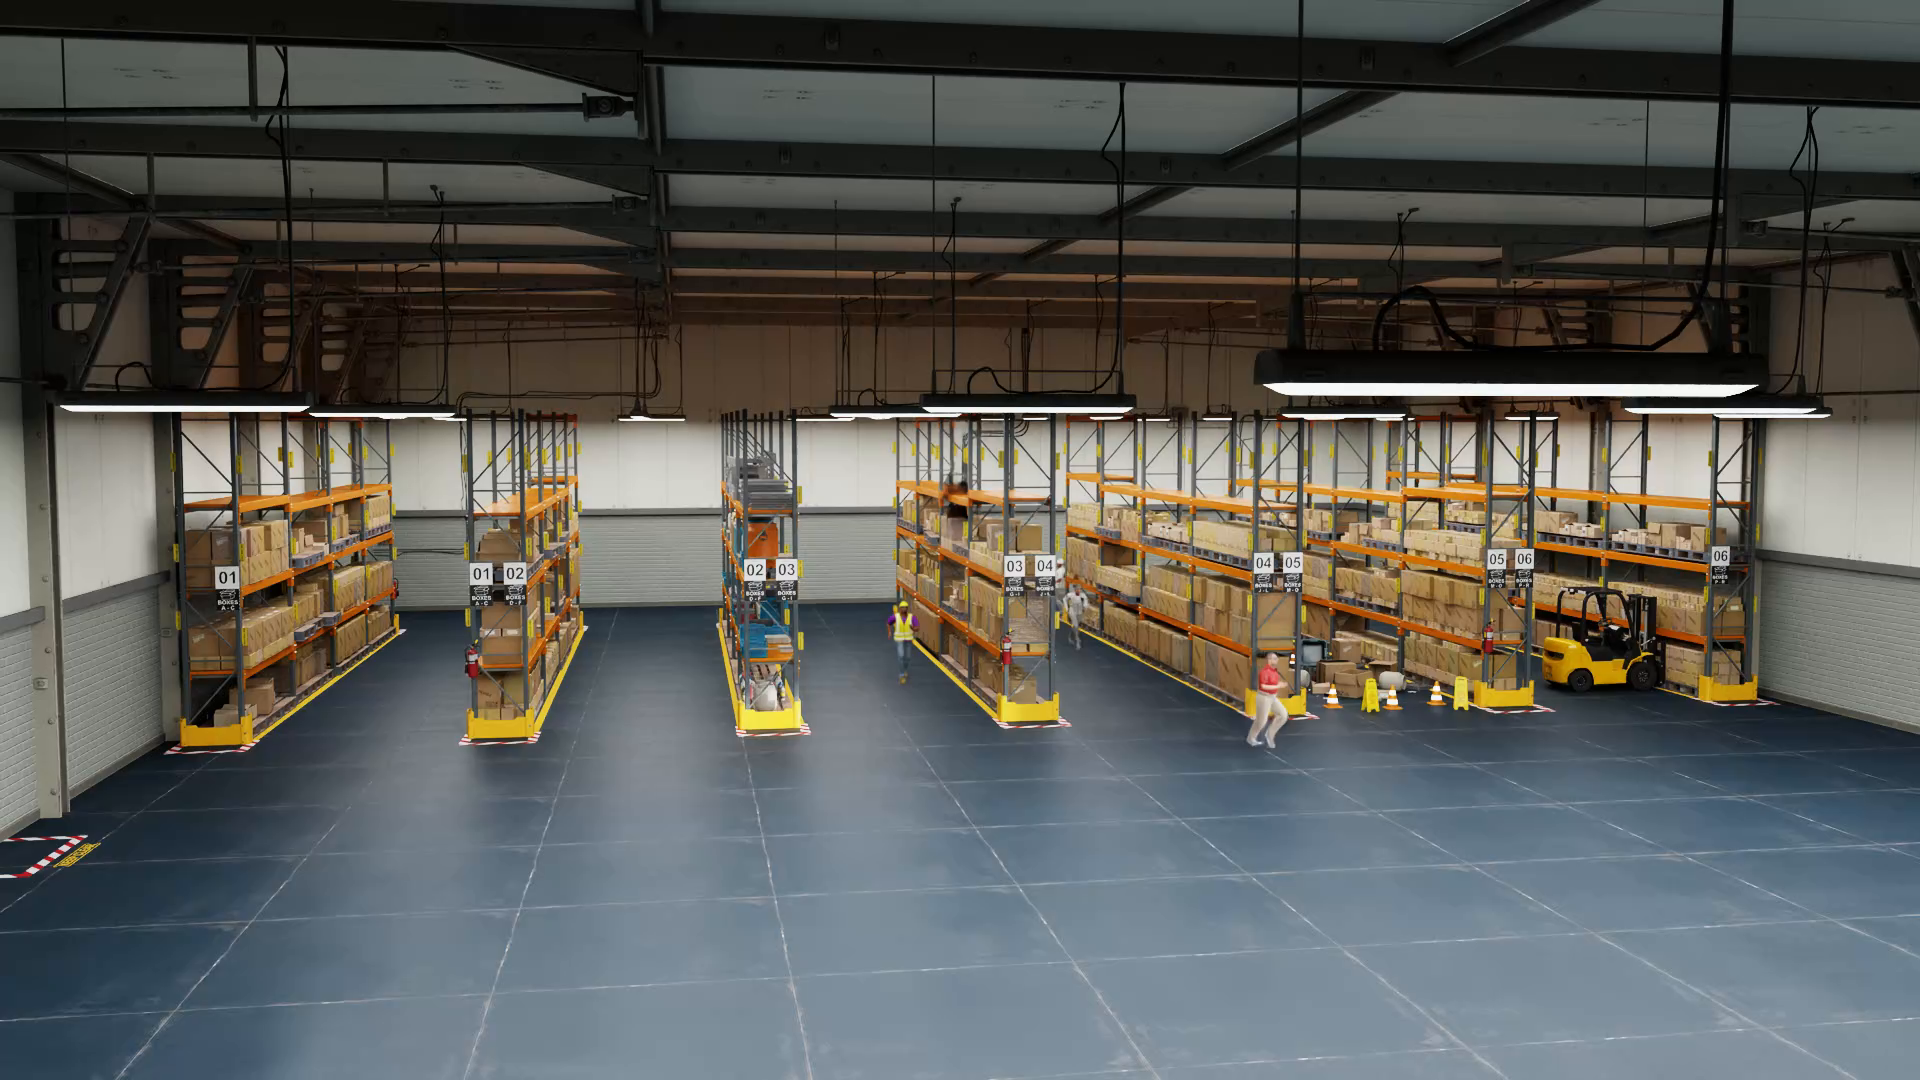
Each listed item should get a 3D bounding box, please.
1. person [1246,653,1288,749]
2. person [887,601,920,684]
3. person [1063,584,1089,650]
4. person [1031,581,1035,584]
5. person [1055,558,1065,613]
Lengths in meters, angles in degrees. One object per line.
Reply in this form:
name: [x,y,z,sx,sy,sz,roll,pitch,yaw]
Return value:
person: [5.423,2.827,29.263,0.828,1.719,0.694,3,5,37]
person: [-1.241,2.242,36.882,0.693,1.778,0.946,-1,4,-13]
person: [2.957,1.934,42.596,0.613,1.696,0.981,-1,4,-16]
person: [2.112,1.727,45.570,0.552,1.738,0.845,-1,4,-10]
person: [2.839,1.410,49.830,0.679,1.729,0.818,0,4,4]
